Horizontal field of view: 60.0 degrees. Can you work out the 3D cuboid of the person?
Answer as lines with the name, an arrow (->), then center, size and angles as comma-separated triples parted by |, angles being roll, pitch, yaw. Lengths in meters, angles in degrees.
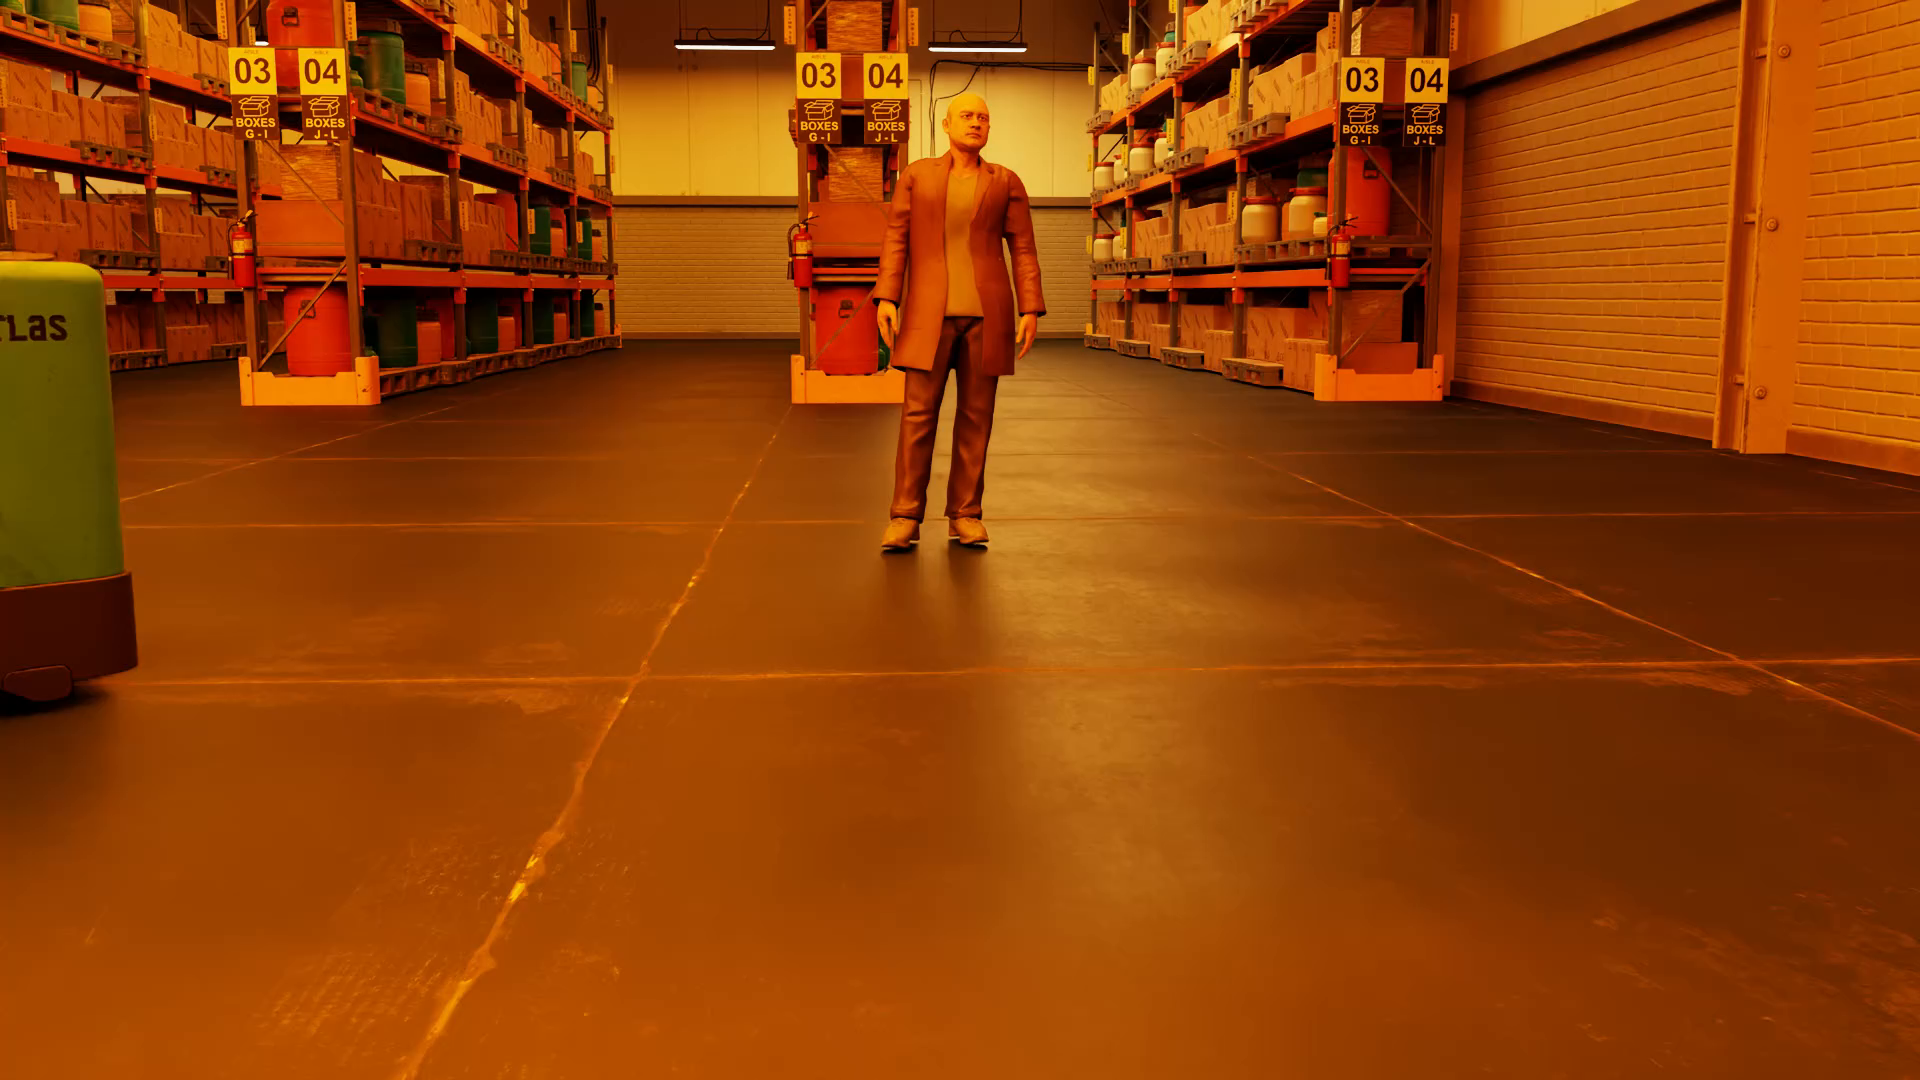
person -> 0.002, -0.873, 6.587 | 0.698, 1.777, 0.579 | -1, 8, -4

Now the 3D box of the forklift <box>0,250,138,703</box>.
forklift -> -3.473, -0.957, 3.275 | 3.031, 2.935, 1.130 | -8, 12, -44
